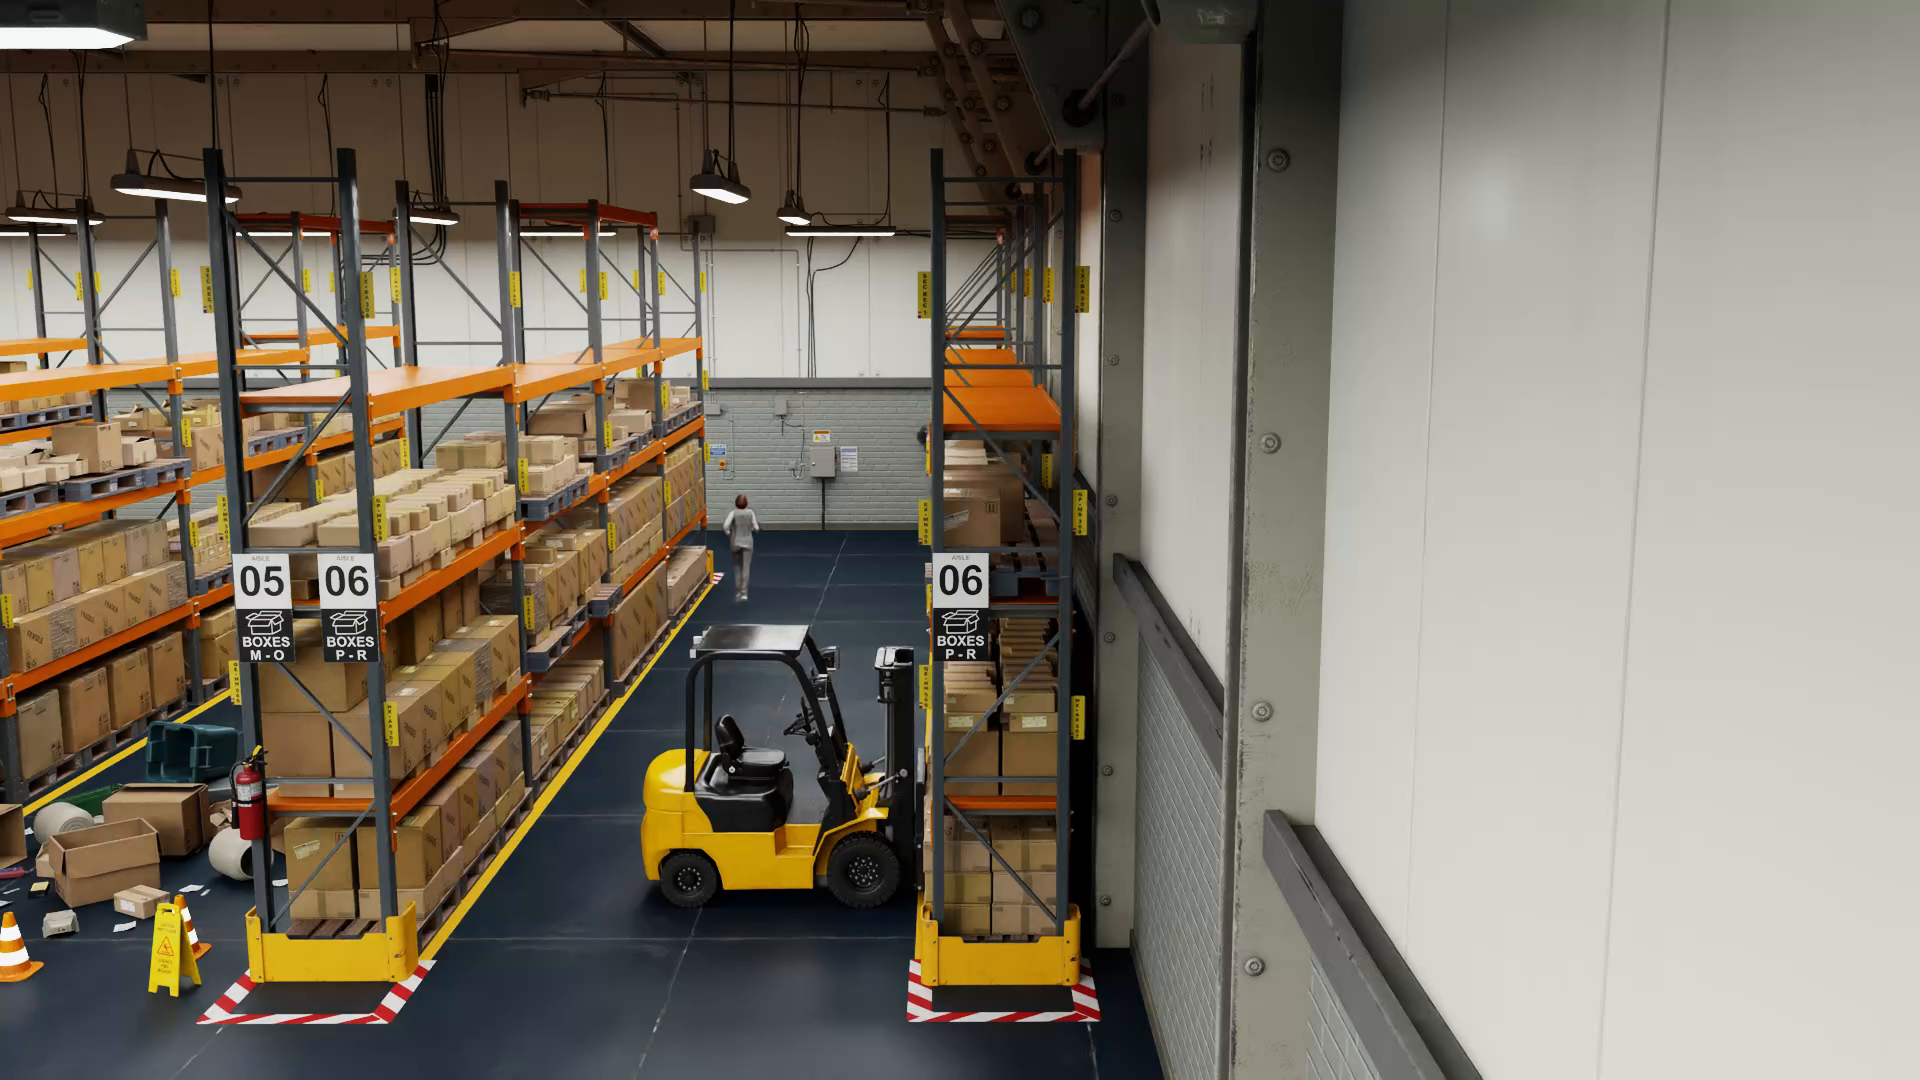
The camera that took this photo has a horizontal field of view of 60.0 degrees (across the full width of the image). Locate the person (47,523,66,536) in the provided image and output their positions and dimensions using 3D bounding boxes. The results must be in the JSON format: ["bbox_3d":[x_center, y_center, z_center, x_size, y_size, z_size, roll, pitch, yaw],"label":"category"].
[{"bbox_3d":[-12.779,0.559,23.582,0.664,1.738,0.573,0,9,-2],"label":"person"}]

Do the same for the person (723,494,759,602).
[{"bbox_3d":[-3.239,0.145,24.717,0.522,1.675,0.673,-1,9,-5],"label":"person"}]
